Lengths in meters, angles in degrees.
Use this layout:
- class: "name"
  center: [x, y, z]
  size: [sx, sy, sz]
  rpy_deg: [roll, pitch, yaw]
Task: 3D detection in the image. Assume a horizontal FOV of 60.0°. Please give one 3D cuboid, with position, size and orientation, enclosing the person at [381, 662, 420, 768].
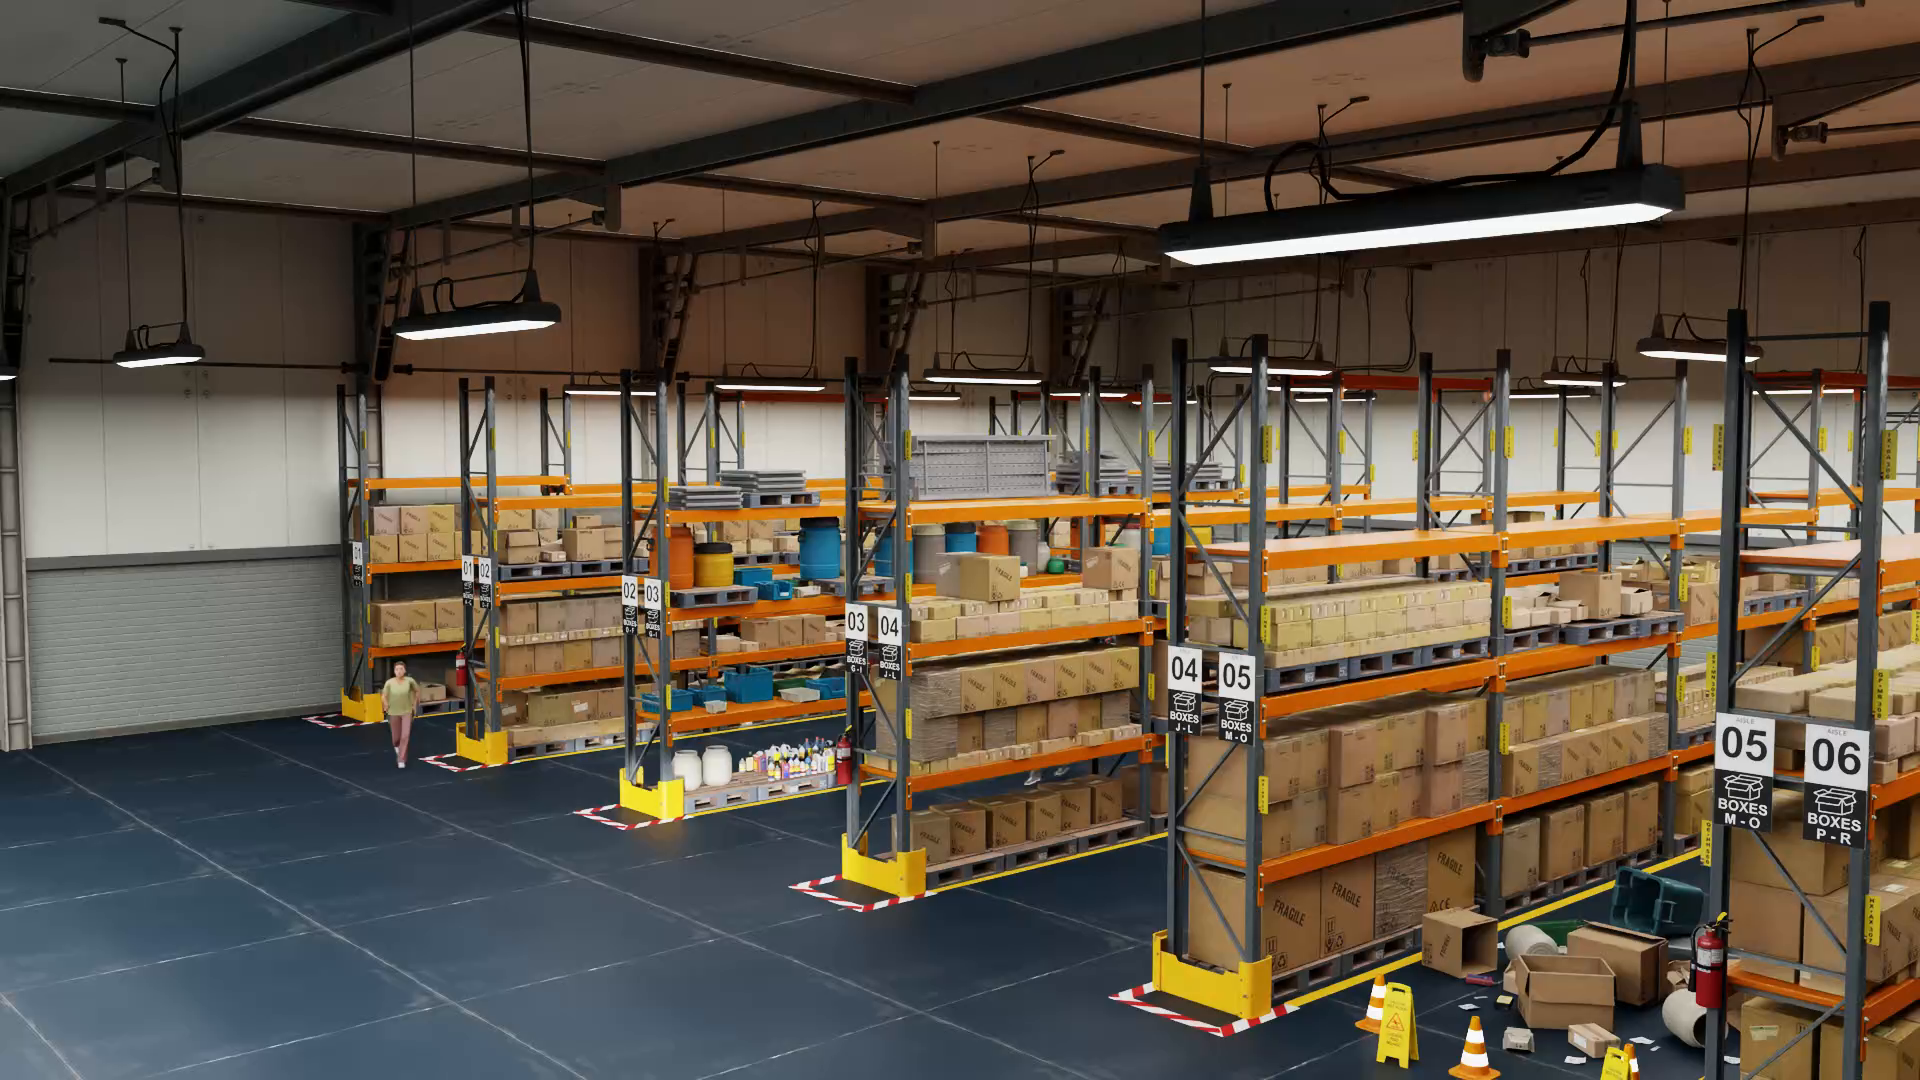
- class: "person"
  center: [-8.633, 2.669, 25.686]
  size: [0.564, 1.626, 0.773]
  rpy_deg: [-1, 4, -18]

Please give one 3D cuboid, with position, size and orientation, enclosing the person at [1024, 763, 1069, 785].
- class: "person"
  center: [1.294, 2.836, 24.342]
  size: [0.970, 1.442, 0.515]
  rpy_deg: [-3, 5, -38]
